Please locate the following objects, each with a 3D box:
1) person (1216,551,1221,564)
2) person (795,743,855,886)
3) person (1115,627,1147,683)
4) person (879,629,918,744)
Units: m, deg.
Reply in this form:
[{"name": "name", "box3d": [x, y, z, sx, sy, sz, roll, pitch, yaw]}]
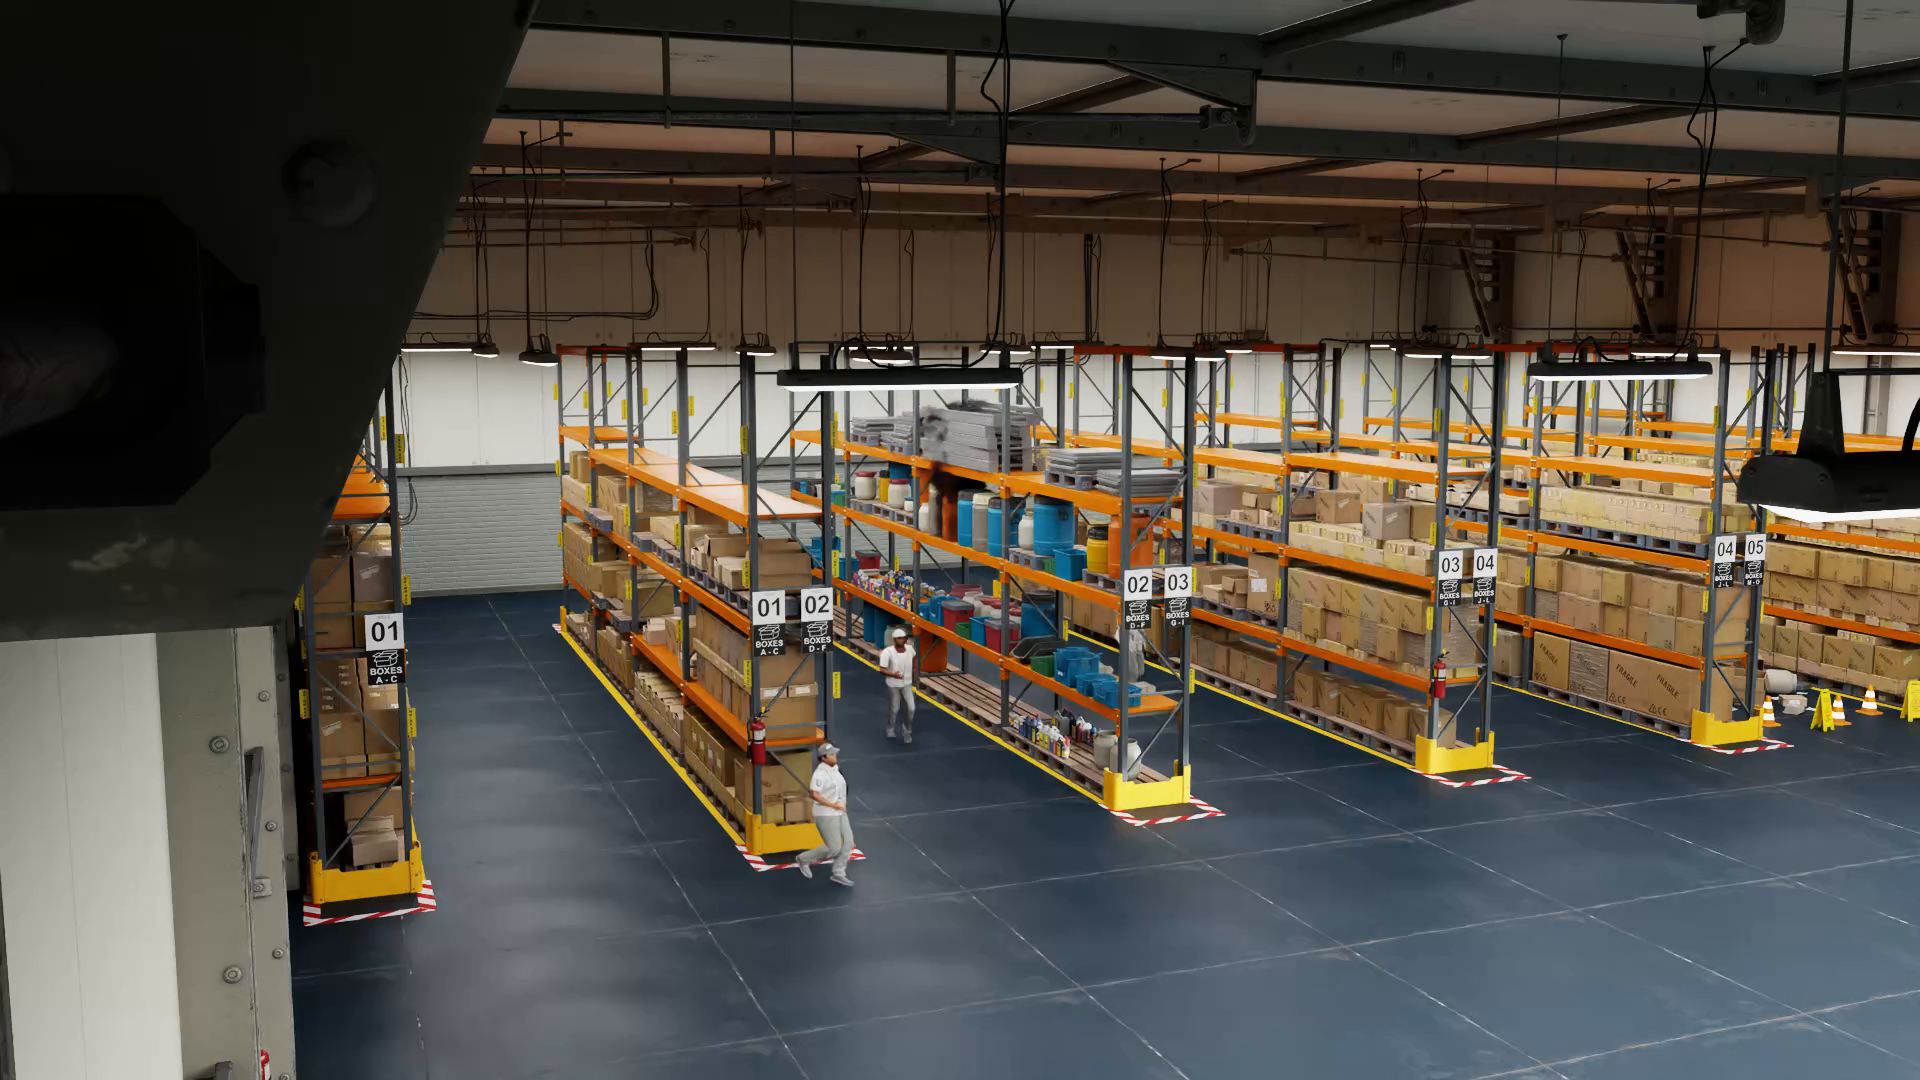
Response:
[{"name": "person", "box3d": [6.467, 0.232, 41.996, 0.576, 1.558, 0.581, -3, 8, -21]}, {"name": "person", "box3d": [-1.535, 3.135, 18.975, 0.671, 1.664, 0.618, 2, 7, 13]}, {"name": "person", "box3d": [2.933, 1.892, 28.538, 0.628, 1.673, 0.586, -4, 8, -29]}, {"name": "person", "box3d": [-0.904, 2.252, 25.451, 0.721, 1.821, 0.729, -3, 8, -24]}]
